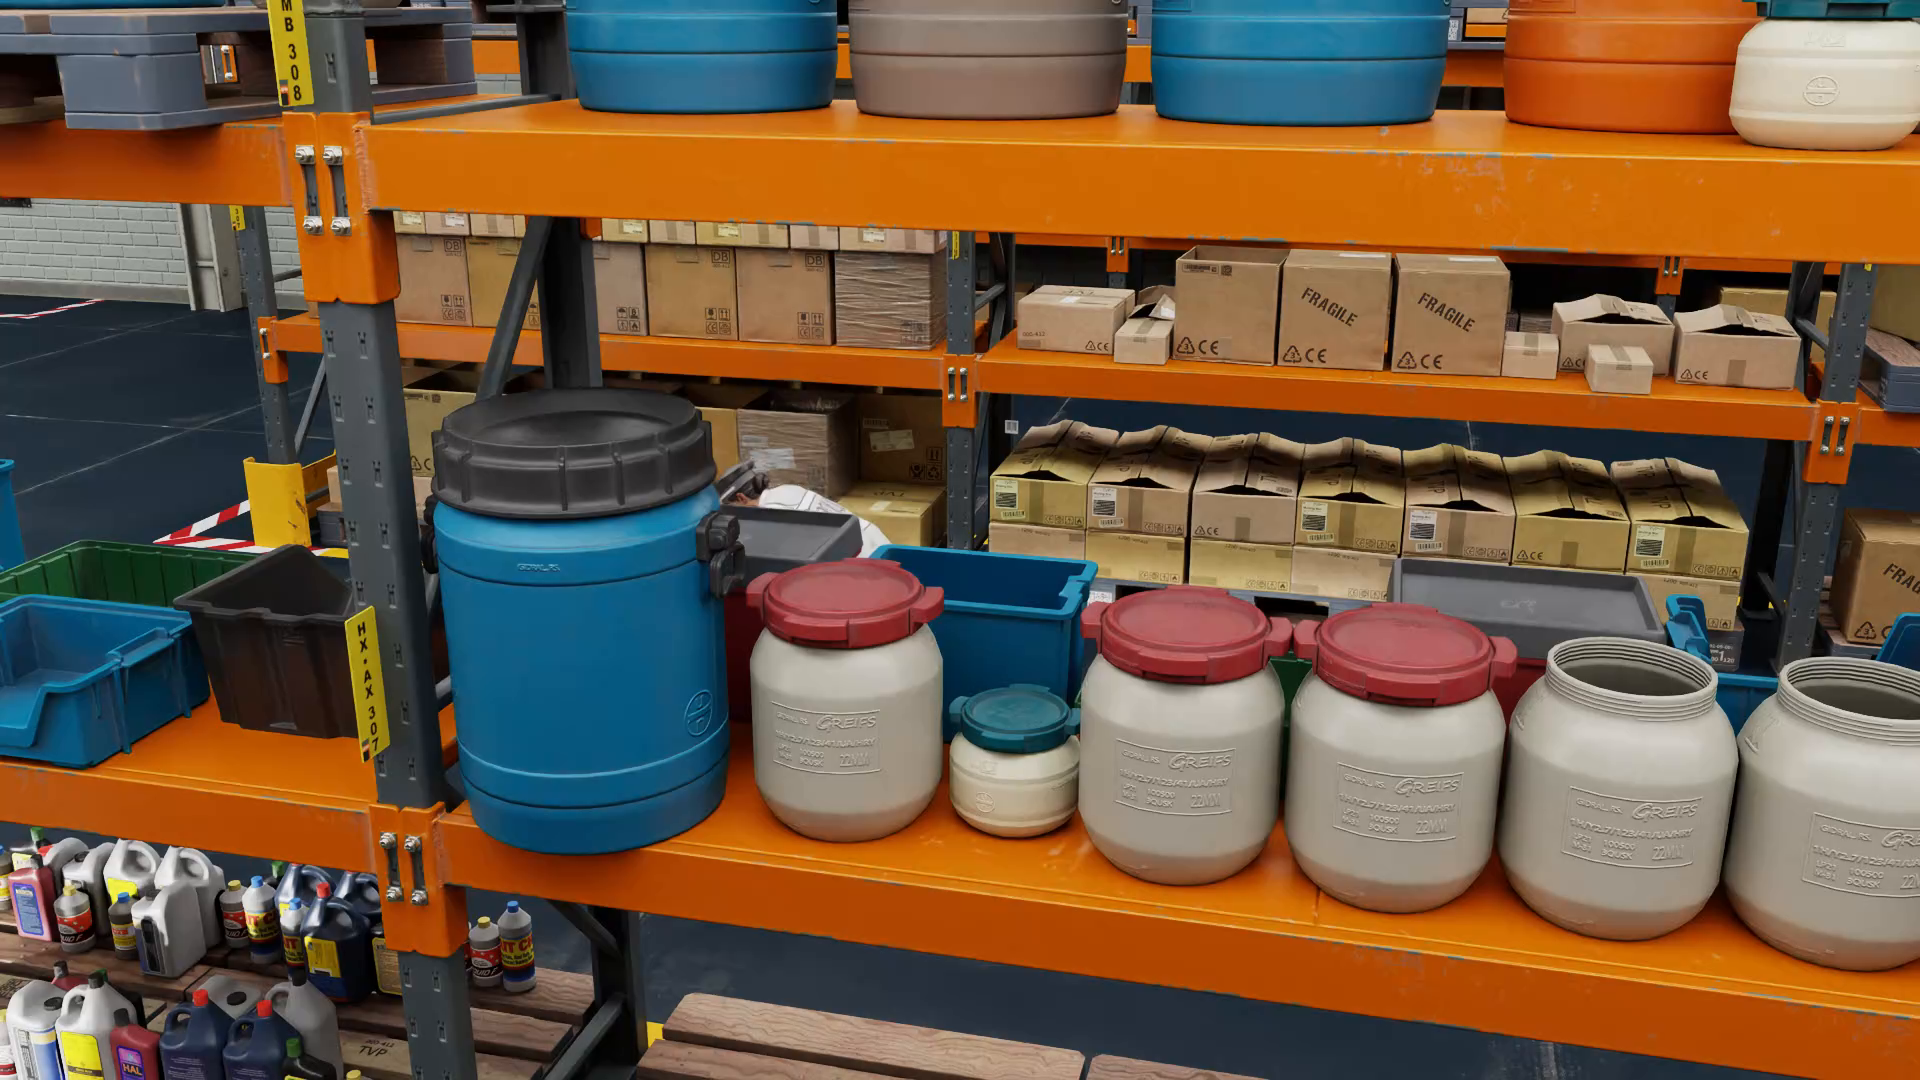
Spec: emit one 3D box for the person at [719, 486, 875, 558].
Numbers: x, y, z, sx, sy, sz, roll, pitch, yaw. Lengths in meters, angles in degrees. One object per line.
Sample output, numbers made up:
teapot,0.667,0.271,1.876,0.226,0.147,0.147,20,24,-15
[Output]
person,-0.767,0.181,7.777,0.855,0.877,0.482,5,19,15
